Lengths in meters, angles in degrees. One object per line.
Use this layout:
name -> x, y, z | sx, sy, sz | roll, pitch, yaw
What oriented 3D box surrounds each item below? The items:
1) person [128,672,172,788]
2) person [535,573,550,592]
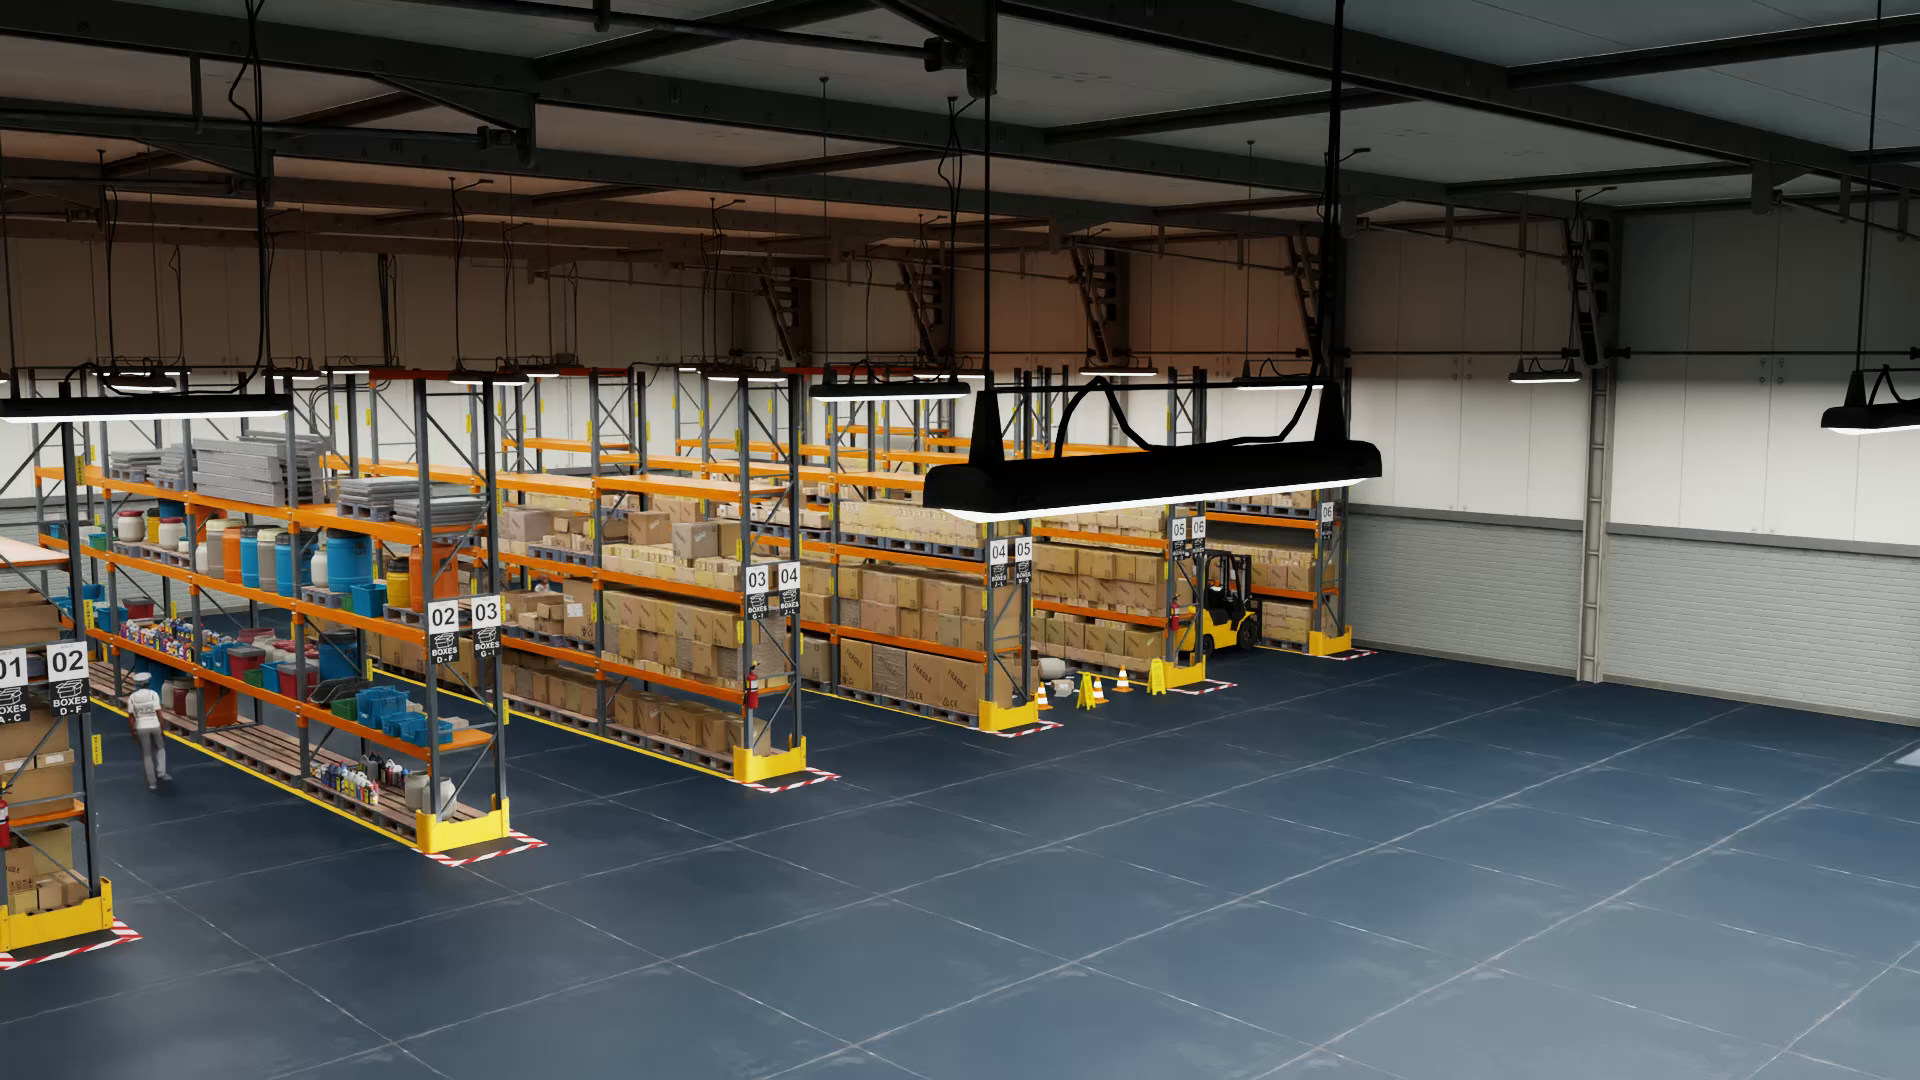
person -> -11.794, 2.770, 24.195 | 0.506, 1.667, 0.488 | -4, 8, -35
person -> -9.075, 1.497, 36.027 | 0.499, 1.582, 0.505 | 4, 8, 34
